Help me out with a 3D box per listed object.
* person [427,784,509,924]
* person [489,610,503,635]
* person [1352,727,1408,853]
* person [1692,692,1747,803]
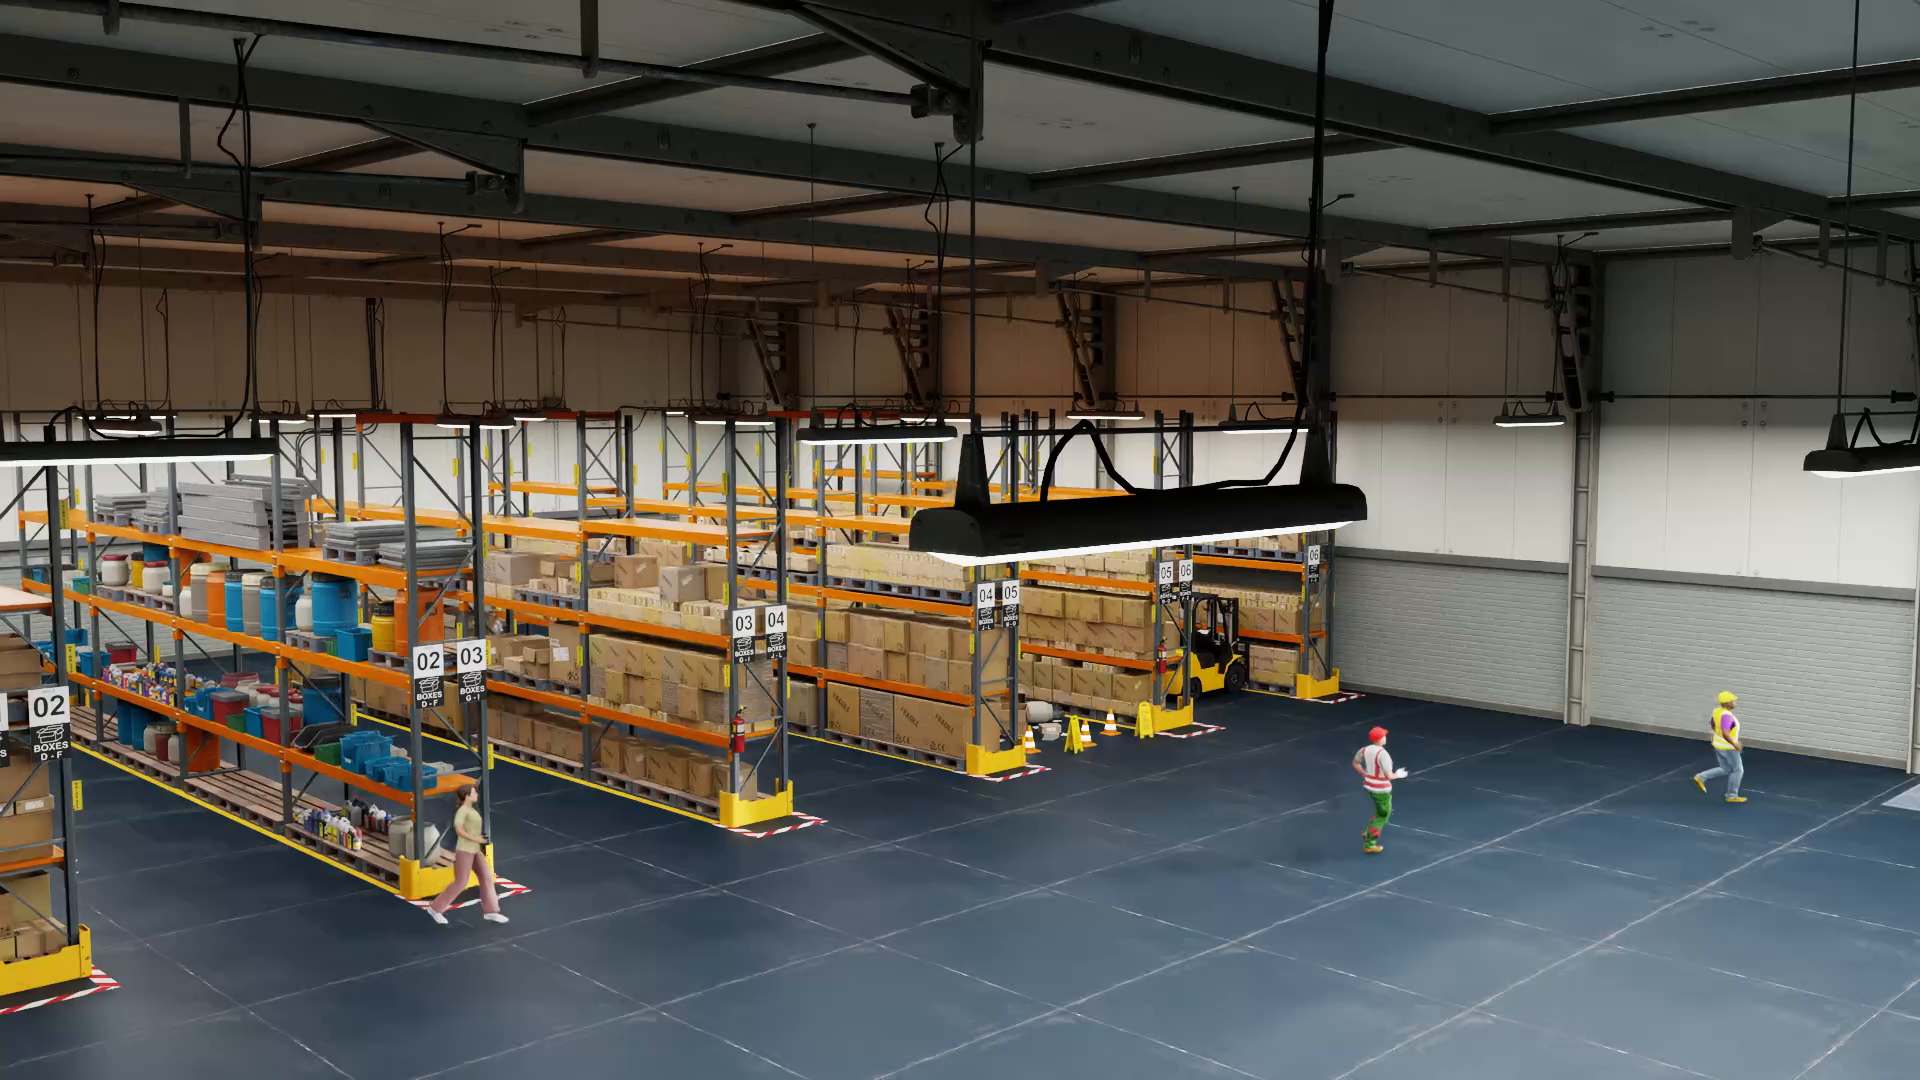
[{"bbox_3d":[-5.892,3.756,19.997,0.944,1.650,0.644,0,5,-2],"label":"person"},{"bbox_3d":[-10.302,2.348,36.730,0.549,1.620,0.828,-4,6,-40],"label":"person"},{"bbox_3d":[5.850,3.442,23.032,0.594,1.750,0.640,-2,5,-18],"label":"person"},{"bbox_3d":[11.861,3.219,25.874,0.795,1.733,0.739,0,5,4],"label":"person"}]
